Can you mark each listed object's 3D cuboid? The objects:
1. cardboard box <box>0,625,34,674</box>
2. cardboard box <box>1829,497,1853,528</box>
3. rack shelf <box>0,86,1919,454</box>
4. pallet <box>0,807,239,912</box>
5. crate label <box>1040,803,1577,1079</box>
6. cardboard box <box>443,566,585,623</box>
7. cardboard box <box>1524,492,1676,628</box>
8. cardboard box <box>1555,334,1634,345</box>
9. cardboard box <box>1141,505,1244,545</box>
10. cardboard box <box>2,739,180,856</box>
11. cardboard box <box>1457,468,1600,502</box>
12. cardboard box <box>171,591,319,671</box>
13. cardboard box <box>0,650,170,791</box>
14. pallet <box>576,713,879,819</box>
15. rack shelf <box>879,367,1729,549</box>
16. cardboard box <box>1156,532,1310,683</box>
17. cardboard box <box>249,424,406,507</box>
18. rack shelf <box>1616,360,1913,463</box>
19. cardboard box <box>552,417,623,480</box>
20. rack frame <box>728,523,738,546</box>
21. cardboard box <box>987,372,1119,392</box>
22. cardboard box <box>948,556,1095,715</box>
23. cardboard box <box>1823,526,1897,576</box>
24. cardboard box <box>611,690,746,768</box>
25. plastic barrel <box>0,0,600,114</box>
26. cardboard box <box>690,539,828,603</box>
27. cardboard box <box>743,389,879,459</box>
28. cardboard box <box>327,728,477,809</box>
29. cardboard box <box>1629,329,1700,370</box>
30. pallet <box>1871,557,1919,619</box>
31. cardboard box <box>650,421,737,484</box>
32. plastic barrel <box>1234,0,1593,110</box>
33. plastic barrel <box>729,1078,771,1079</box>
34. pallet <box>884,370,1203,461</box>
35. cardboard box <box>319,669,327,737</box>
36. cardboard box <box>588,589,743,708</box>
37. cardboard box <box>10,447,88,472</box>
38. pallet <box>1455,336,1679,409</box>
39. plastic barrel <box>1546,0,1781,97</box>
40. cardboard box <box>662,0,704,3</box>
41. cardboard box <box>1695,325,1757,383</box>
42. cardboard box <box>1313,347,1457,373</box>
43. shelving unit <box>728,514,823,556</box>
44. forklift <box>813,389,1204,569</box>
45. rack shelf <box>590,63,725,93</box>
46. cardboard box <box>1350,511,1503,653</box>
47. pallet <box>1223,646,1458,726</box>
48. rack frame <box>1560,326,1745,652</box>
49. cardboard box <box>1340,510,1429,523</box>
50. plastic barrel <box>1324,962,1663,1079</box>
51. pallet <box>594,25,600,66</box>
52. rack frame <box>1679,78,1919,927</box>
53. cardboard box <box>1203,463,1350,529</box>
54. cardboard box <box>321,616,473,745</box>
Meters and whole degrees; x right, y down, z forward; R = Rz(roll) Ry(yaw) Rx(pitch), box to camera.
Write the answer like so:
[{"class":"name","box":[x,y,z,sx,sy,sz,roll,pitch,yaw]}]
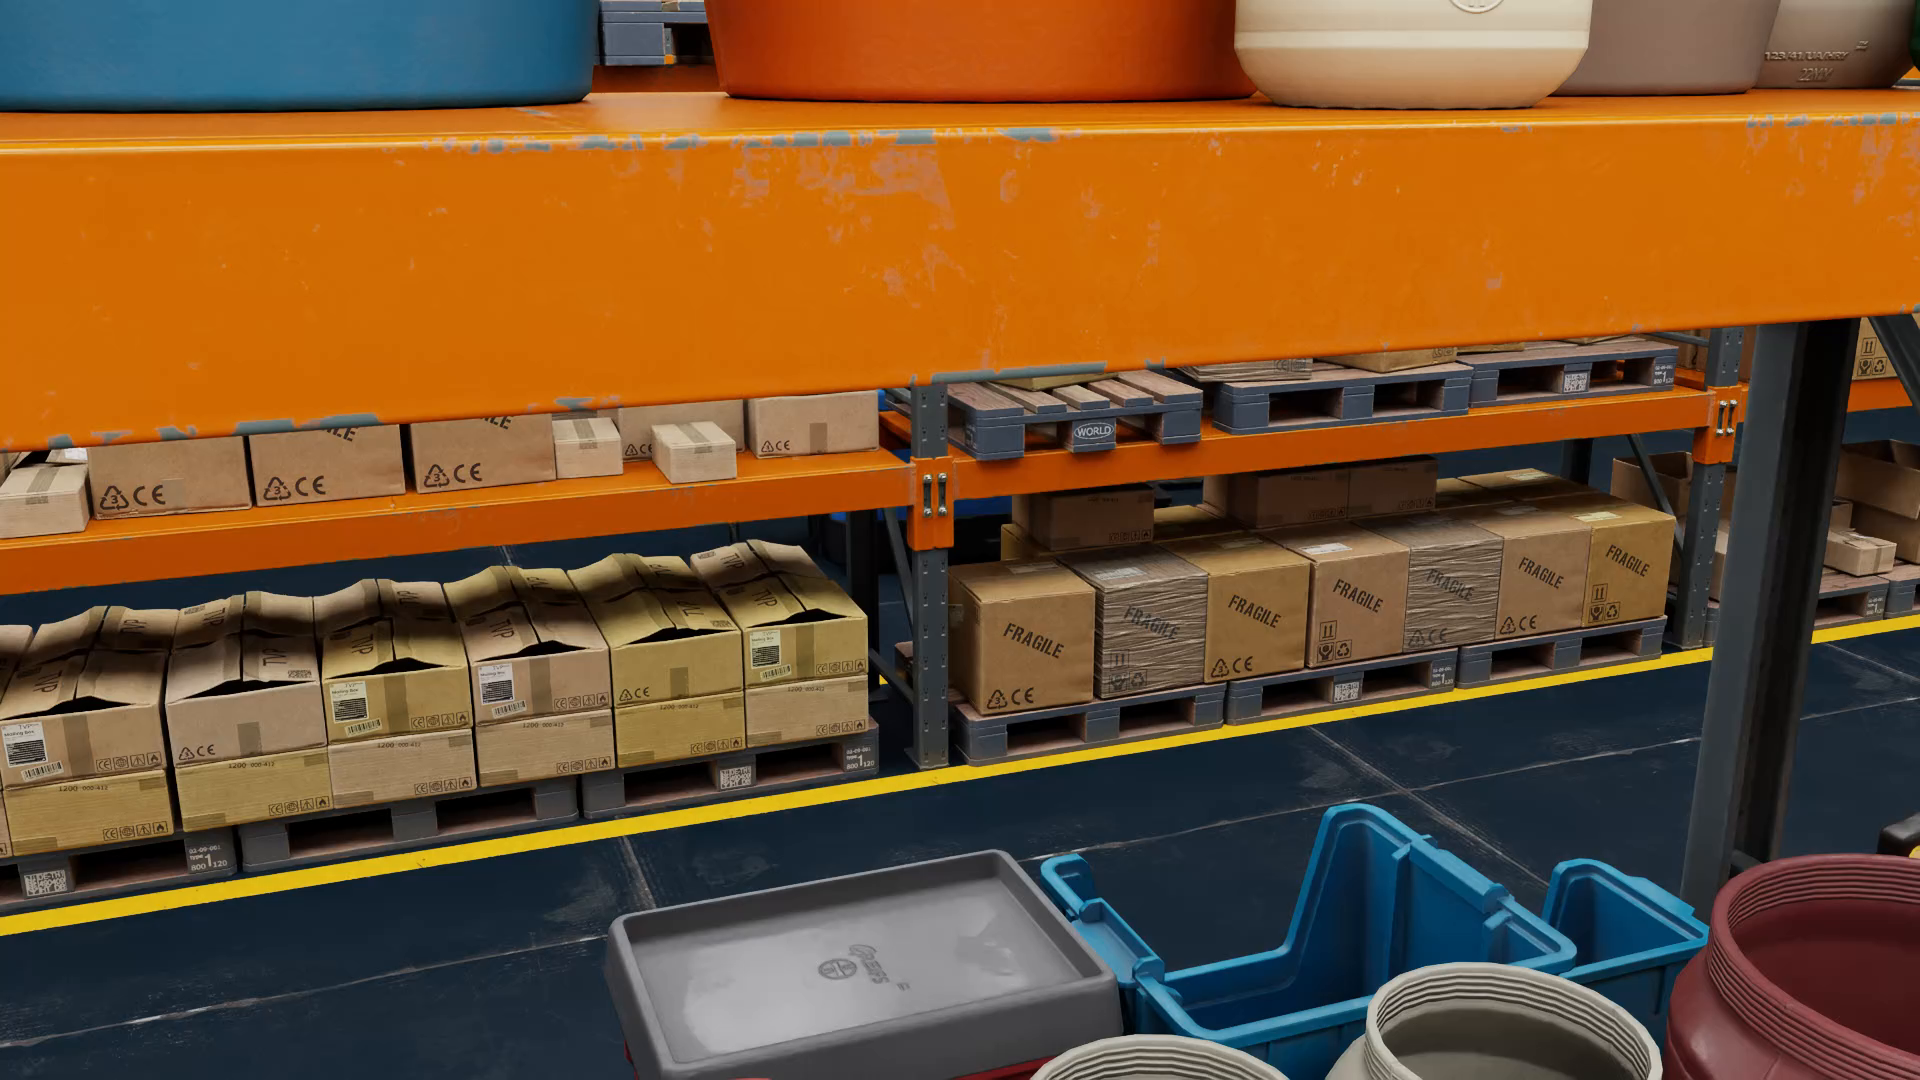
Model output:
[{"class":"cardboard box","box":[-3.742,0.514,6.164,0.500,0.311,0.500,-6,17,-20]},{"class":"cardboard box","box":[4.584,-0.154,9.289,0.500,0.311,0.500,-6,17,-20]},{"class":"rack shelf","box":[-0.381,-0.211,1.445,4.000,0.370,1.077,-6,17,-20]},{"class":"pallet","box":[-3.343,1.035,6.199,1.213,0.211,1.003,-6,17,-20]},{"class":"crate label","box":[0.462,0.694,2.349,0.616,0.435,0.502,-6,17,-20]},{"class":"cardboard box","box":[-1.841,0.309,6.863,0.500,0.311,0.500,-7,18,-22]},{"class":"cardboard box","box":[3.095,0.088,8.129,0.500,0.500,0.500,-6,17,-20]},{"class":"cardboard box","box":[2.931,-1.286,8.230,0.500,0.500,0.700,-14,21,-39]},{"class":"cardboard box","box":[0.991,0.158,7.891,0.500,0.500,0.500,-7,18,-22]},{"class":"cardboard box","box":[-3.074,0.873,5.937,0.500,0.250,0.500,-6,17,-19]},{"class":"cardboard box","box":[2.914,-0.052,8.608,0.500,0.500,0.500,-7,18,-23]},{"class":"cardboard box","box":[-2.791,0.410,6.517,0.500,0.311,0.500,-6,17,-20]},{"class":"cardboard box","box":[-3.073,0.605,5.854,0.500,0.311,0.500,-6,18,-21]},{"class":"pallet","box":[-1.065,0.789,7.037,1.213,0.211,1.003,-6,17,-20]},{"class":"rack shelf","box":[1.586,-0.478,7.680,4.000,0.370,1.077,-6,17,-20]},{"class":"cardboard box","box":[1.202,0.292,7.435,0.500,0.500,0.500,-6,18,-21]},{"class":"cardboard box","box":[-2.335,-0.443,6.106,0.500,0.500,0.500,-6,17,-20]},{"class":"rack shelf","box":[5.321,-0.881,9.053,4.000,0.370,1.077,-6,17,-20]},{"class":"cardboard box","box":[-1.453,-0.358,6.439,0.250,0.149,0.380,-5,17,-16]},{"class":"rack frame","box":[-1.349,-0.925,9.520,0.015,2.100,0.400,-5,17,-13]},{"class":"cardboard box","box":[0.266,-0.964,7.136,0.500,0.500,0.700,-13,21,-38]},{"class":"cardboard box","box":[0.245,0.396,7.082,0.500,0.500,0.500,-5,17,-18]},{"class":"cardboard box","box":[4.727,0.048,8.859,0.250,0.166,0.380,-6,17,-20]},{"class":"cardboard box","box":[-1.166,0.666,6.641,0.500,0.250,0.500,-6,18,-21]},{"class":"plastic barrel","box":[-0.629,-0.835,1.404,0.708,0.901,0.600,-6,17,-20]},{"class":"cardboard box","box":[-0.876,0.203,7.224,0.500,0.311,0.500,-6,17,-18]},{"class":"cardboard box","box":[-0.637,-0.554,6.819,0.500,0.311,0.500,-5,17,-17]},{"class":"cardboard box","box":[-2.116,0.769,6.292,0.500,0.250,0.500,-6,17,-19]},{"class":"cardboard box","box":[3.828,-1.191,8.652,0.500,0.500,0.500,-6,17,-19]},{"class":"pallet","box":[5.236,0.120,9.315,1.213,0.211,1.003,-6,17,-20]},{"class":"cardboard box","box":[-1.023,-0.338,6.371,0.250,0.149,0.380,-6,17,-20]},{"class":"plastic barrel","box":[0.383,-0.501,1.404,0.301,0.262,0.301,0,16,0]},{"class":"plastic barrel","box":[-0.187,0.864,1.592,0.433,0.535,0.433,0,16,0]},{"class":"pallet","box":[0.326,-0.616,7.214,1.003,0.211,1.213,-6,17,-20]},{"class":"cardboard box","box":[-2.783,0.679,6.597,0.500,0.250,0.500,-6,17,-19]},{"class":"cardboard box","box":[-1.166,0.399,6.556,0.500,0.311,0.500,-6,18,-21]},{"class":"cardboard box","box":[-3.262,-0.291,6.004,0.258,0.266,0.396,-7,18,-21]},{"class":"pallet","box":[2.668,-0.881,8.116,1.213,0.211,1.003,-6,17,-20]},{"class":"plastic barrel","box":[0.642,-0.972,1.872,0.600,0.901,0.600,0,16,0]},{"class":"cardboard box","box":[-1.168,-2.072,6.029,0.500,0.250,0.500,-6,17,-19]},{"class":"cardboard box","box":[4.027,-1.053,8.182,0.500,0.500,0.500,-6,17,-19]},{"class":"cardboard box","box":[1.826,-1.080,7.530,0.500,0.500,0.700,-11,20,-34]},{"class":"shelving unit","box":[-1.112,-0.945,9.576,0.503,2.100,0.431,-5,17,-13]},{"class":"forklift","box":[0.663,-1.432,9.773,3.031,2.935,1.130,-3,17,-11]},{"class":"rack shelf","box":[-2.150,-1.514,5.884,4.000,0.370,1.077,-6,17,-20]},{"class":"cardboard box","box":[2.162,0.186,7.795,0.500,0.500,0.500,-6,17,-19]},{"class":"pallet","box":[1.566,0.529,7.922,1.213,0.211,1.003,-6,17,-20]},{"class":"rack frame","box":[3.453,-1.025,8.265,0.127,3.000,1.000,-6,17,-20]},{"class":"cardboard box","box":[1.951,0.053,8.250,0.500,0.500,0.500,-6,17,-19]},{"class":"plastic barrel","box":[0.603,0.788,1.892,0.421,0.512,0.421,0,16,0]},{"class":"pallet","box":[-1.927,-1.765,5.796,1.213,0.211,1.003,-5,17,-18]},{"class":"rack frame","box":[1.488,0.683,2.450,0.053,2.616,0.949,-6,17,-20]},{"class":"cardboard box","box":[1.512,-0.260,7.986,0.500,0.250,0.500,-7,18,-21]},{"class":"cardboard box","box":[-2.107,0.499,6.215,0.500,0.311,0.500,-6,17,-19]}]
